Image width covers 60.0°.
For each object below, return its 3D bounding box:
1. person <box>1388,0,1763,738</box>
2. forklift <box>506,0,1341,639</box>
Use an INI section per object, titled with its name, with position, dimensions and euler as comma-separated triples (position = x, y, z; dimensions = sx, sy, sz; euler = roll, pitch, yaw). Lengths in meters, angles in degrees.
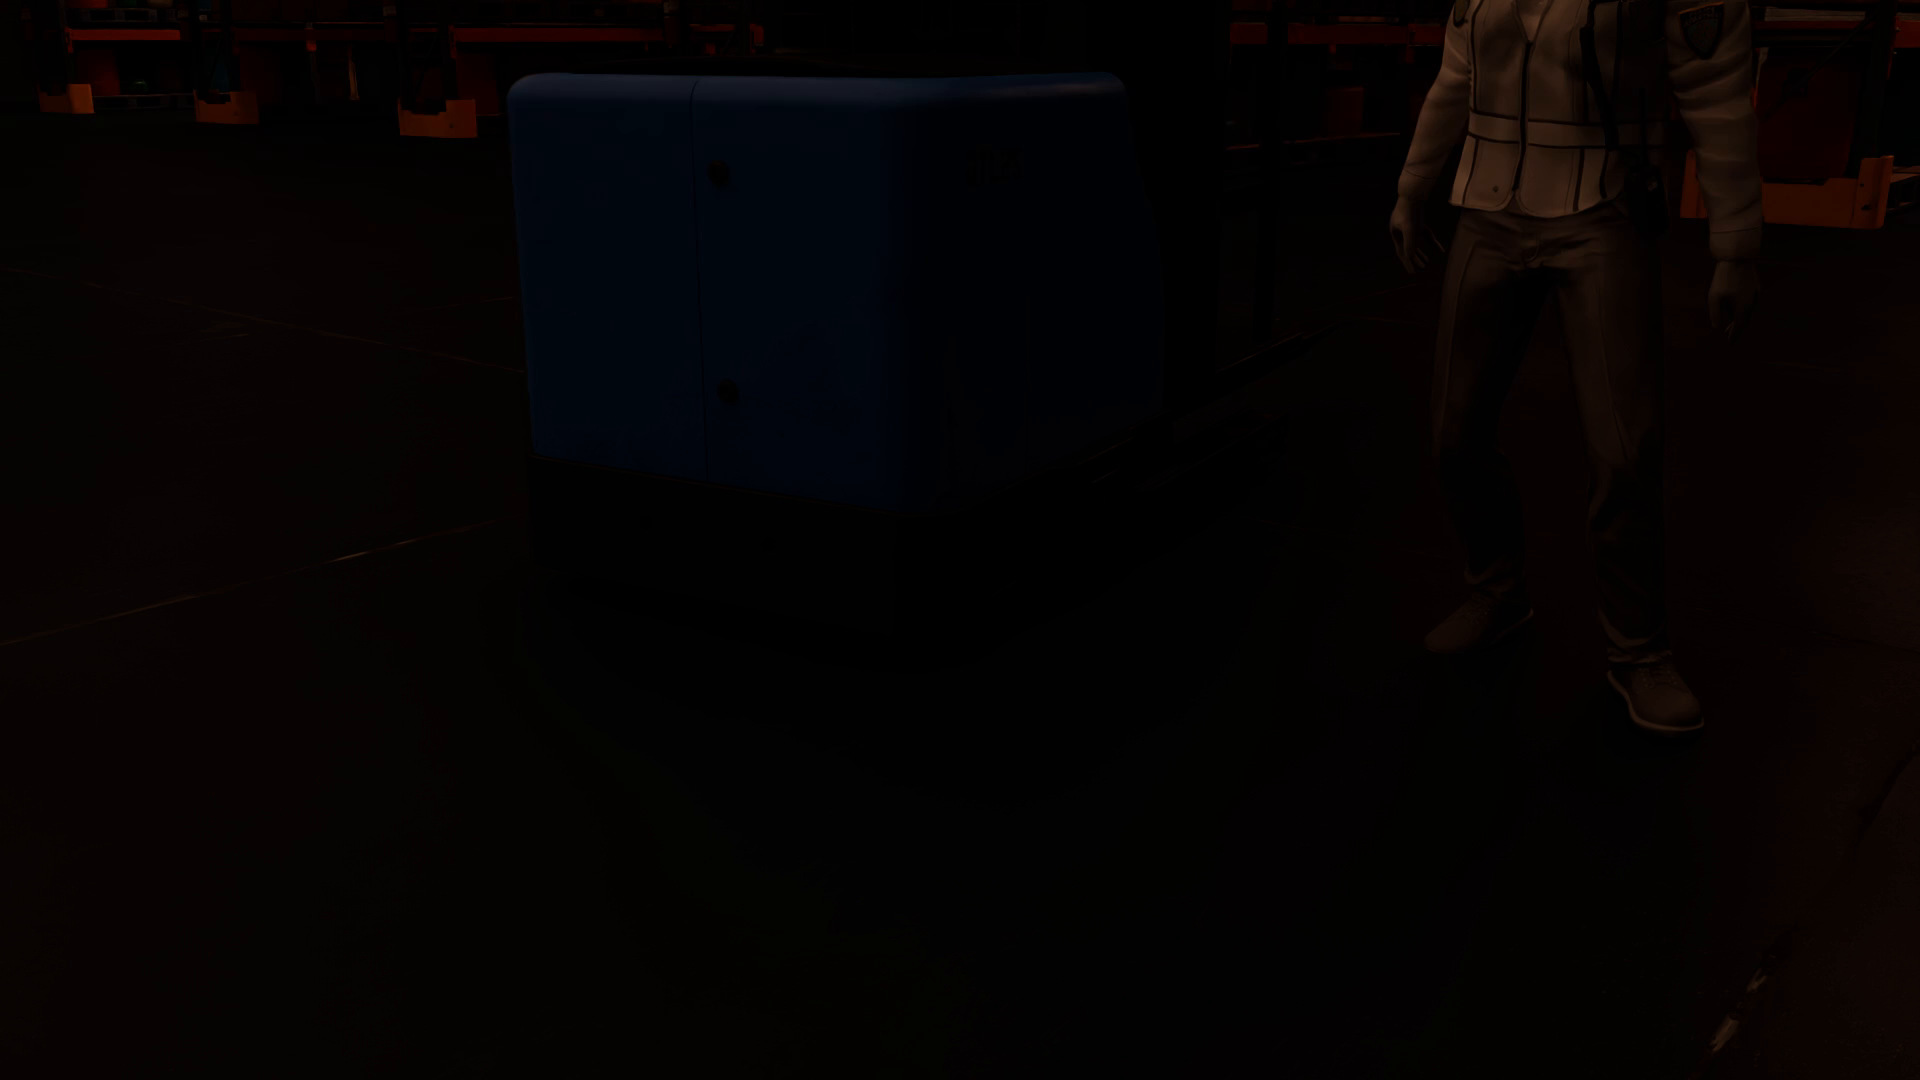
[person]
position = 1.064, -0.522, 2.930
dimensions = 0.417, 1.642, 0.796
euler = -13, 21, -37
[forklift]
position = 0.249, -1.595, 4.151
dimensions = 1.130, 2.935, 3.031
euler = 9, 19, 28
